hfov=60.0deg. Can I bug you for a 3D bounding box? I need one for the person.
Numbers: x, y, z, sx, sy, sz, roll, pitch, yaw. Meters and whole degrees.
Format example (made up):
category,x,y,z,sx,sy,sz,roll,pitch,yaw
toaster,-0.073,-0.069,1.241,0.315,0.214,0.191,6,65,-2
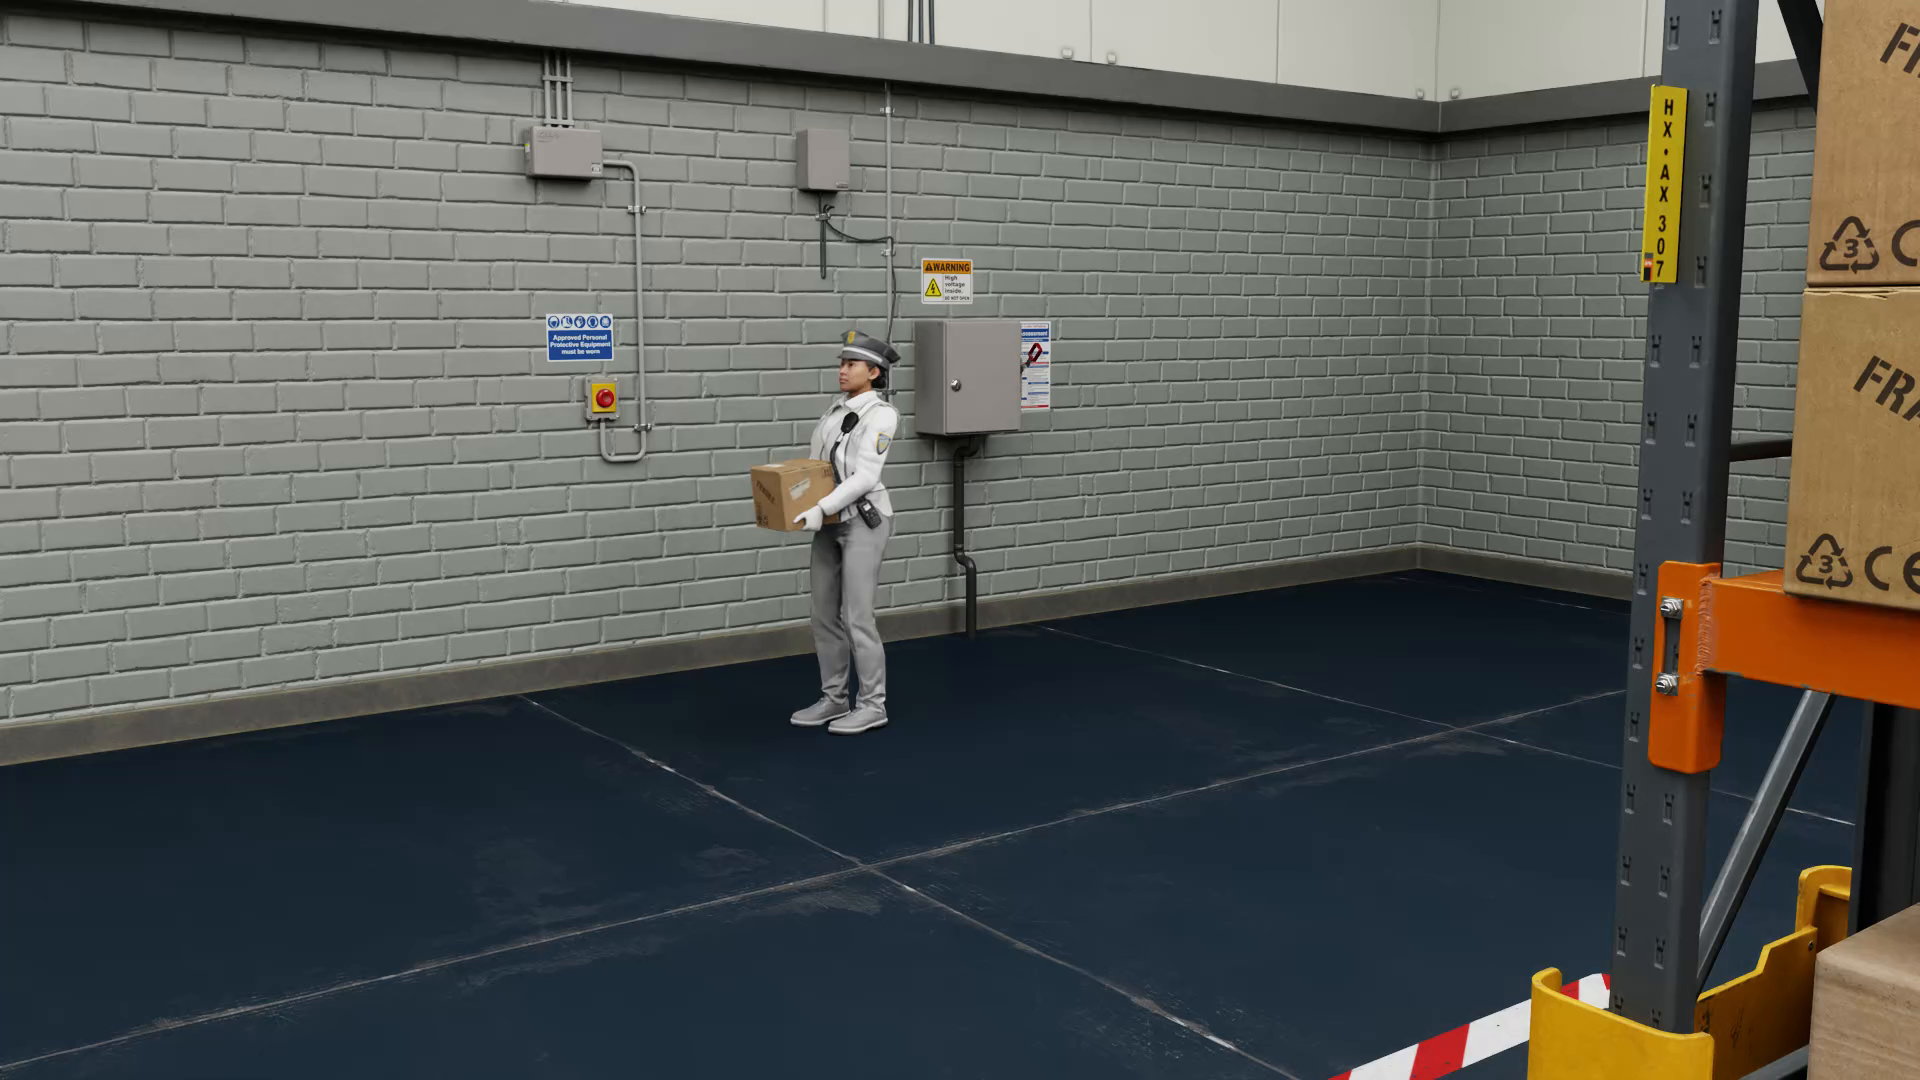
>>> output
category,x,y,z,sx,sy,sz,roll,pitch,yaw
person,-0.520,-0.040,7.001,0.564,1.686,0.460,-6,10,-36
